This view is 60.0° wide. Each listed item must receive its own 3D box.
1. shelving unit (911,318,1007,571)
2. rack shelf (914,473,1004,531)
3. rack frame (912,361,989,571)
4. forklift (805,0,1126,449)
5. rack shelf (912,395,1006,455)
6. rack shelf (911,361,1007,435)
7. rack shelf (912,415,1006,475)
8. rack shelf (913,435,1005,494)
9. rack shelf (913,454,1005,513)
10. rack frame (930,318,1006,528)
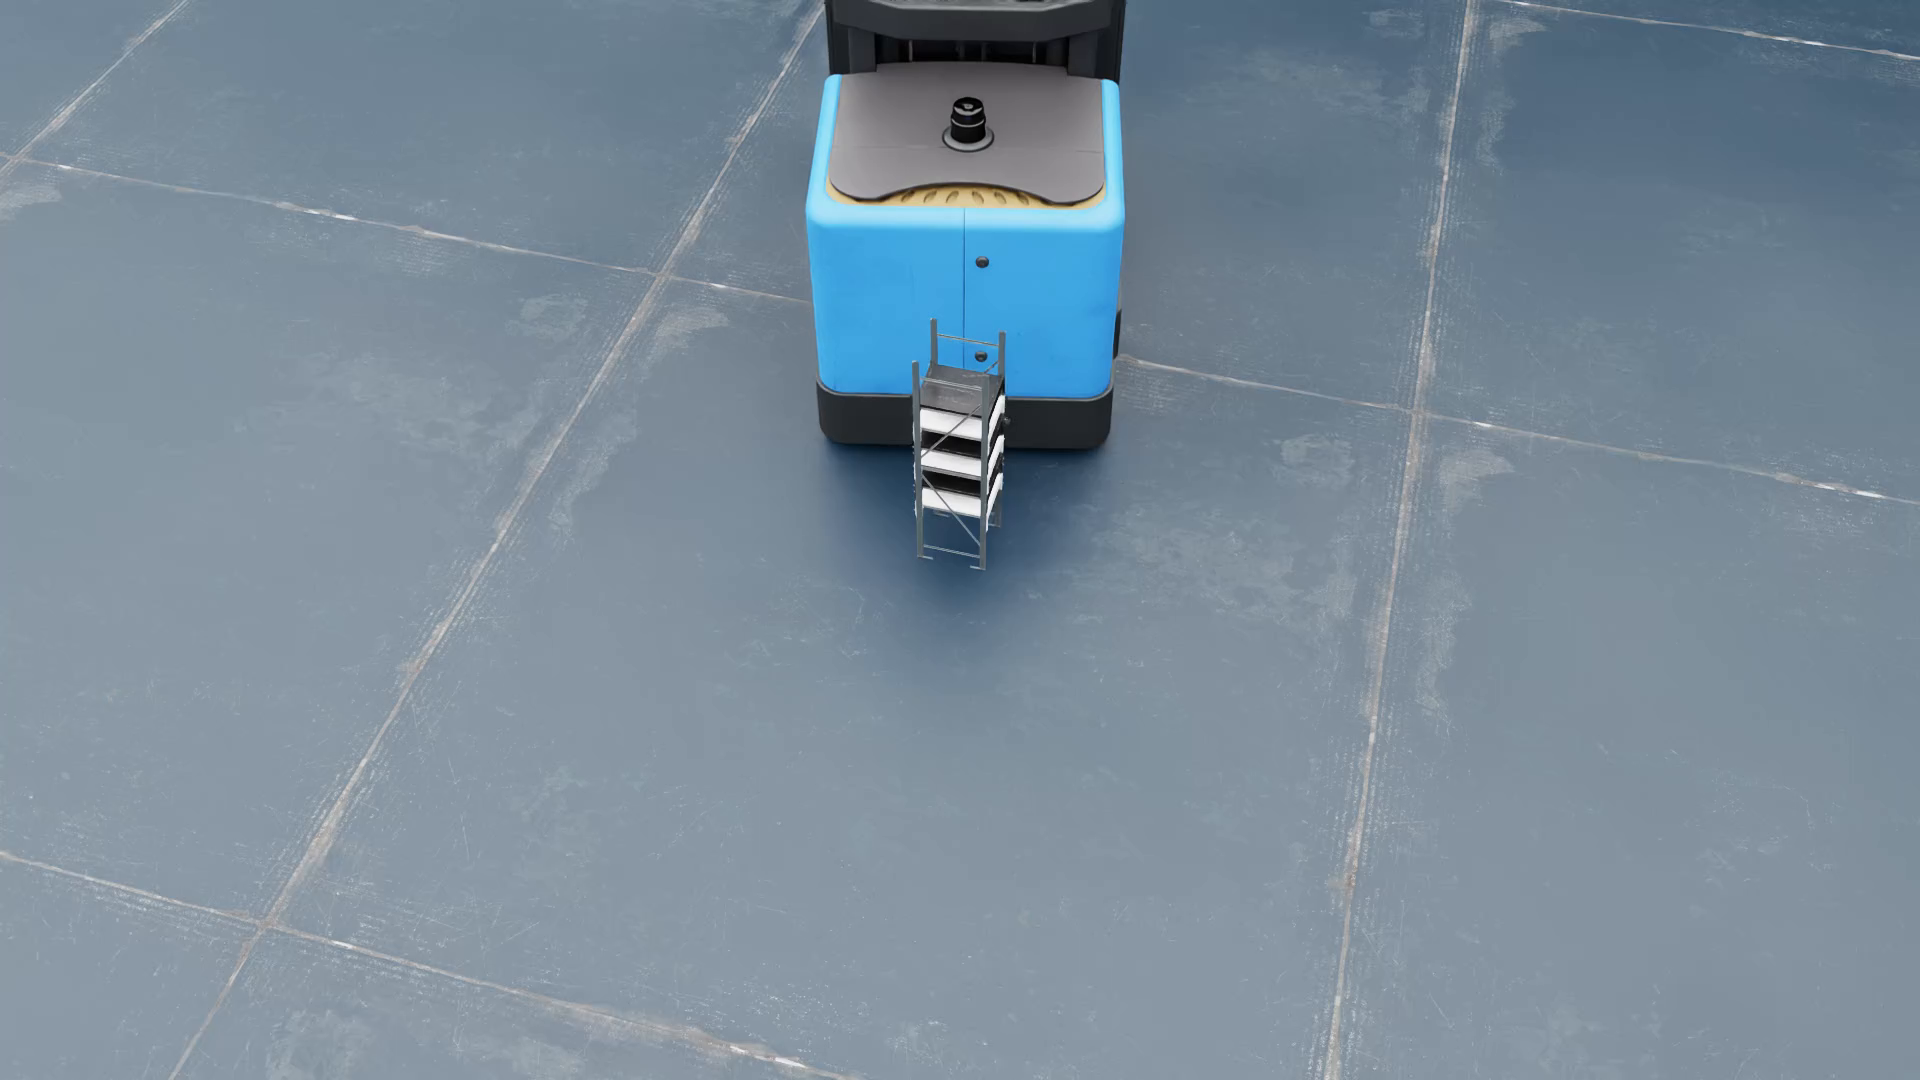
[{"bbox_3d":[-0.002,-0.292,5.407,0.258,0.900,0.210,12,50,10],"label":"shelving unit"},{"bbox_3d":[-0.002,-0.151,5.567,0.258,0.077,0.200,12,50,10],"label":"rack shelf"},{"bbox_3d":[-0.029,-0.218,5.343,0.240,0.900,0.006,12,50,10],"label":"rack frame"},{"bbox_3d":[0.064,-2.391,5.906,1.130,2.935,3.031,1,49,1],"label":"forklift"},{"bbox_3d":[-0.002,-0.389,5.297,0.258,0.077,0.200,12,50,10],"label":"rack shelf"},{"bbox_3d":[-0.002,-0.449,5.230,0.258,0.077,0.200,12,50,10],"label":"rack shelf"},{"bbox_3d":[-0.002,-0.329,5.365,0.258,0.077,0.200,12,50,10],"label":"rack shelf"},{"bbox_3d":[-0.002,-0.270,5.432,0.258,0.077,0.200,12,50,10],"label":"rack shelf"},{"bbox_3d":[-0.002,-0.210,5.500,0.258,0.077,0.200,12,50,10],"label":"rack shelf"},{"bbox_3d":[0.025,-0.365,5.472,0.240,0.900,0.006,12,50,10],"label":"rack frame"}]
